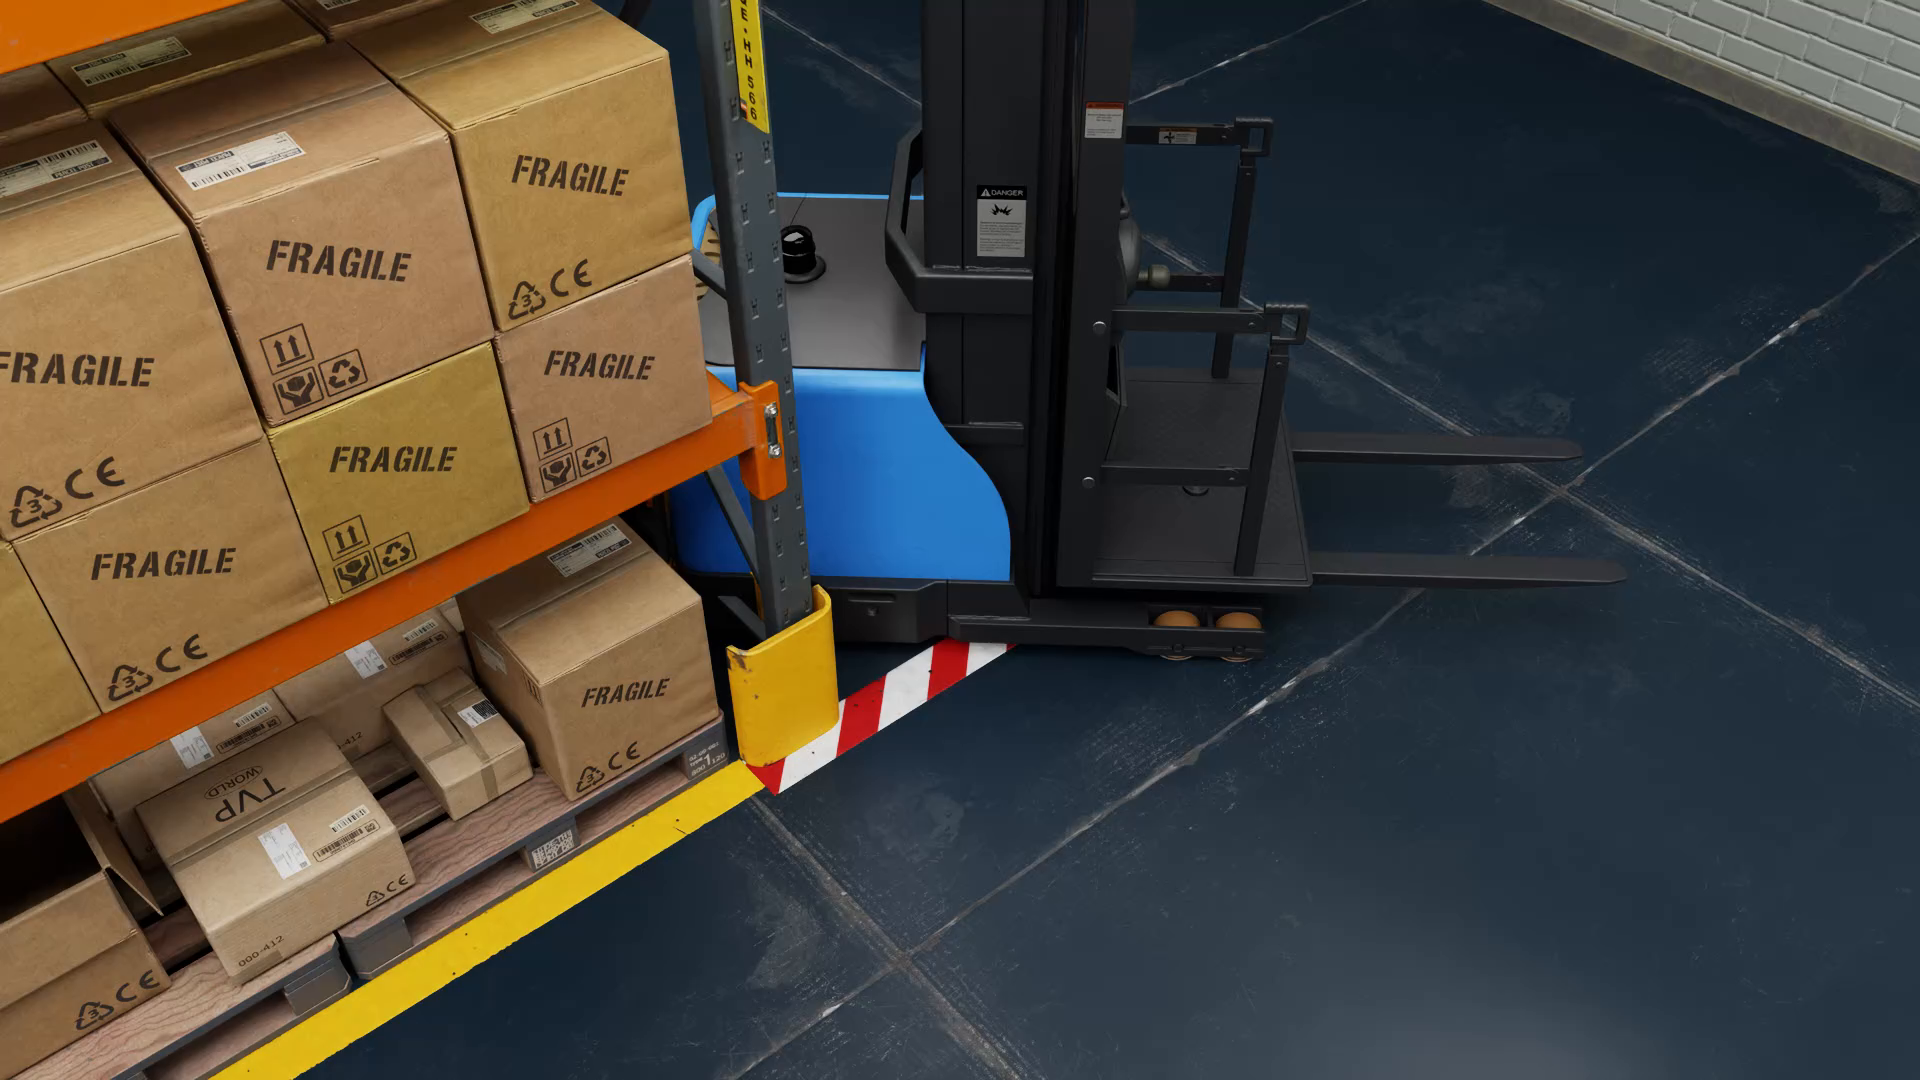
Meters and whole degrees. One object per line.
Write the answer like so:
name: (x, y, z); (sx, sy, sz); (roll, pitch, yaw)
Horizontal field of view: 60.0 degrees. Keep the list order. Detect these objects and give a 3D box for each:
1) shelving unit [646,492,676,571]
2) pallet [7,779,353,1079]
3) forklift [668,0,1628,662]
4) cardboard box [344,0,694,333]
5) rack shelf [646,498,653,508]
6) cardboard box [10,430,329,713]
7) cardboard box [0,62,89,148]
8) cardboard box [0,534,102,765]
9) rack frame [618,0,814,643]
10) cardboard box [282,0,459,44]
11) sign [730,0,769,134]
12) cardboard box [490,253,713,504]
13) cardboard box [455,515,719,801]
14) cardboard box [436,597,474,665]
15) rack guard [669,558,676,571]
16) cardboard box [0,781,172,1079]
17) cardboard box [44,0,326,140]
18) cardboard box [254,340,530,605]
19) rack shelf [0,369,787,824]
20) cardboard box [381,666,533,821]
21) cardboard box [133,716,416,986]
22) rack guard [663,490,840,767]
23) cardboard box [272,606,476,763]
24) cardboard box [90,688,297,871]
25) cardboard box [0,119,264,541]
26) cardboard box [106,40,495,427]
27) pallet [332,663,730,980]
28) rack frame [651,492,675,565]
shelving unit: (-1.428, -0.496, 5.084); (1.083, 1.500, 0.587); (3, 43, 2)
pallet: (-2.400, 1.129, 4.394); (1.213, 0.211, 1.003); (-30, 51, -28)
forklift: (0.627, -1.051, 4.728); (3.031, 2.935, 1.130); (2, 43, 2)
cardboard box: (-0.961, -0.866, 3.677); (0.500, 0.500, 0.500); (-30, 51, -28)
rack shelf: (-1.422, -0.364, 5.207); (1.000, 0.185, 0.538); (3, 43, 2)
cardboard box: (-1.746, -0.056, 3.545); (0.500, 0.500, 0.500); (-29, 51, -28)
cardboard box: (-2.088, -0.698, 3.499); (0.500, 0.500, 0.500); (-29, 50, -27)
cardboard box: (-2.133, 0.166, 3.309); (0.500, 0.500, 0.500); (-31, 51, -28)
rack frame: (-0.796, -0.805, 4.416); (0.127, 3.000, 1.000); (-30, 51, -28)
cardboard box: (-1.305, -1.149, 3.979); (0.500, 0.500, 0.500); (-28, 50, -27)
sign: (-0.455, -1.042, 3.591); (0.005, 0.325, 0.100); (-30, 51, -28)
cardboard box: (-0.965, -0.501, 4.020); (0.500, 0.500, 0.500); (-28, 50, -27)
cardboard box: (-1.055, 0.314, 4.729); (0.500, 0.500, 0.500); (-30, 51, -28)
cardboard box: (-1.529, 0.181, 5.114); (0.250, 0.166, 0.380); (-30, 51, -28)
rack guard: (-0.940, -0.018, 5.499); (0.087, 0.250, 0.587); (3, 43, 2)
cardboard box: (-2.426, 0.874, 4.131); (0.637, 0.503, 0.797); (-30, 51, -28)
cardboard box: (-1.701, -0.916, 3.730); (0.500, 0.500, 0.500); (-29, 51, -27)
cardboard box: (-1.360, -0.272, 3.775); (0.500, 0.500, 0.500); (-29, 51, -28)
rack shelf: (-2.330, 0.336, 3.727); (4.000, 0.370, 1.077); (-30, 51, -28)
cardboard box: (-1.423, 0.567, 4.704); (0.250, 0.166, 0.380); (-30, 51, -28)
cardboard box: (-1.803, 0.807, 4.387); (0.500, 0.250, 0.500); (-30, 51, -28)
rack guard: (-0.854, 0.140, 5.236); (0.348, 0.500, 1.175); (-30, 51, -28)
cardboard box: (-1.778, 0.347, 4.877); (0.500, 0.250, 0.500); (-30, 51, -28)
cardboard box: (-2.162, 0.566, 4.643); (0.500, 0.250, 0.500); (-30, 51, -28)
cardboard box: (-1.742, -0.413, 3.195); (0.500, 0.500, 0.500); (-28, 50, -27)
cardboard box: (-1.348, -0.643, 3.441); (0.500, 0.500, 0.500); (-28, 50, -27)
pallet: (-1.465, 0.596, 4.962); (1.213, 0.211, 1.003); (-30, 51, -28)
rack frame: (-0.911, -0.472, 5.070); (0.032, 1.500, 0.500); (3, 43, 2)
